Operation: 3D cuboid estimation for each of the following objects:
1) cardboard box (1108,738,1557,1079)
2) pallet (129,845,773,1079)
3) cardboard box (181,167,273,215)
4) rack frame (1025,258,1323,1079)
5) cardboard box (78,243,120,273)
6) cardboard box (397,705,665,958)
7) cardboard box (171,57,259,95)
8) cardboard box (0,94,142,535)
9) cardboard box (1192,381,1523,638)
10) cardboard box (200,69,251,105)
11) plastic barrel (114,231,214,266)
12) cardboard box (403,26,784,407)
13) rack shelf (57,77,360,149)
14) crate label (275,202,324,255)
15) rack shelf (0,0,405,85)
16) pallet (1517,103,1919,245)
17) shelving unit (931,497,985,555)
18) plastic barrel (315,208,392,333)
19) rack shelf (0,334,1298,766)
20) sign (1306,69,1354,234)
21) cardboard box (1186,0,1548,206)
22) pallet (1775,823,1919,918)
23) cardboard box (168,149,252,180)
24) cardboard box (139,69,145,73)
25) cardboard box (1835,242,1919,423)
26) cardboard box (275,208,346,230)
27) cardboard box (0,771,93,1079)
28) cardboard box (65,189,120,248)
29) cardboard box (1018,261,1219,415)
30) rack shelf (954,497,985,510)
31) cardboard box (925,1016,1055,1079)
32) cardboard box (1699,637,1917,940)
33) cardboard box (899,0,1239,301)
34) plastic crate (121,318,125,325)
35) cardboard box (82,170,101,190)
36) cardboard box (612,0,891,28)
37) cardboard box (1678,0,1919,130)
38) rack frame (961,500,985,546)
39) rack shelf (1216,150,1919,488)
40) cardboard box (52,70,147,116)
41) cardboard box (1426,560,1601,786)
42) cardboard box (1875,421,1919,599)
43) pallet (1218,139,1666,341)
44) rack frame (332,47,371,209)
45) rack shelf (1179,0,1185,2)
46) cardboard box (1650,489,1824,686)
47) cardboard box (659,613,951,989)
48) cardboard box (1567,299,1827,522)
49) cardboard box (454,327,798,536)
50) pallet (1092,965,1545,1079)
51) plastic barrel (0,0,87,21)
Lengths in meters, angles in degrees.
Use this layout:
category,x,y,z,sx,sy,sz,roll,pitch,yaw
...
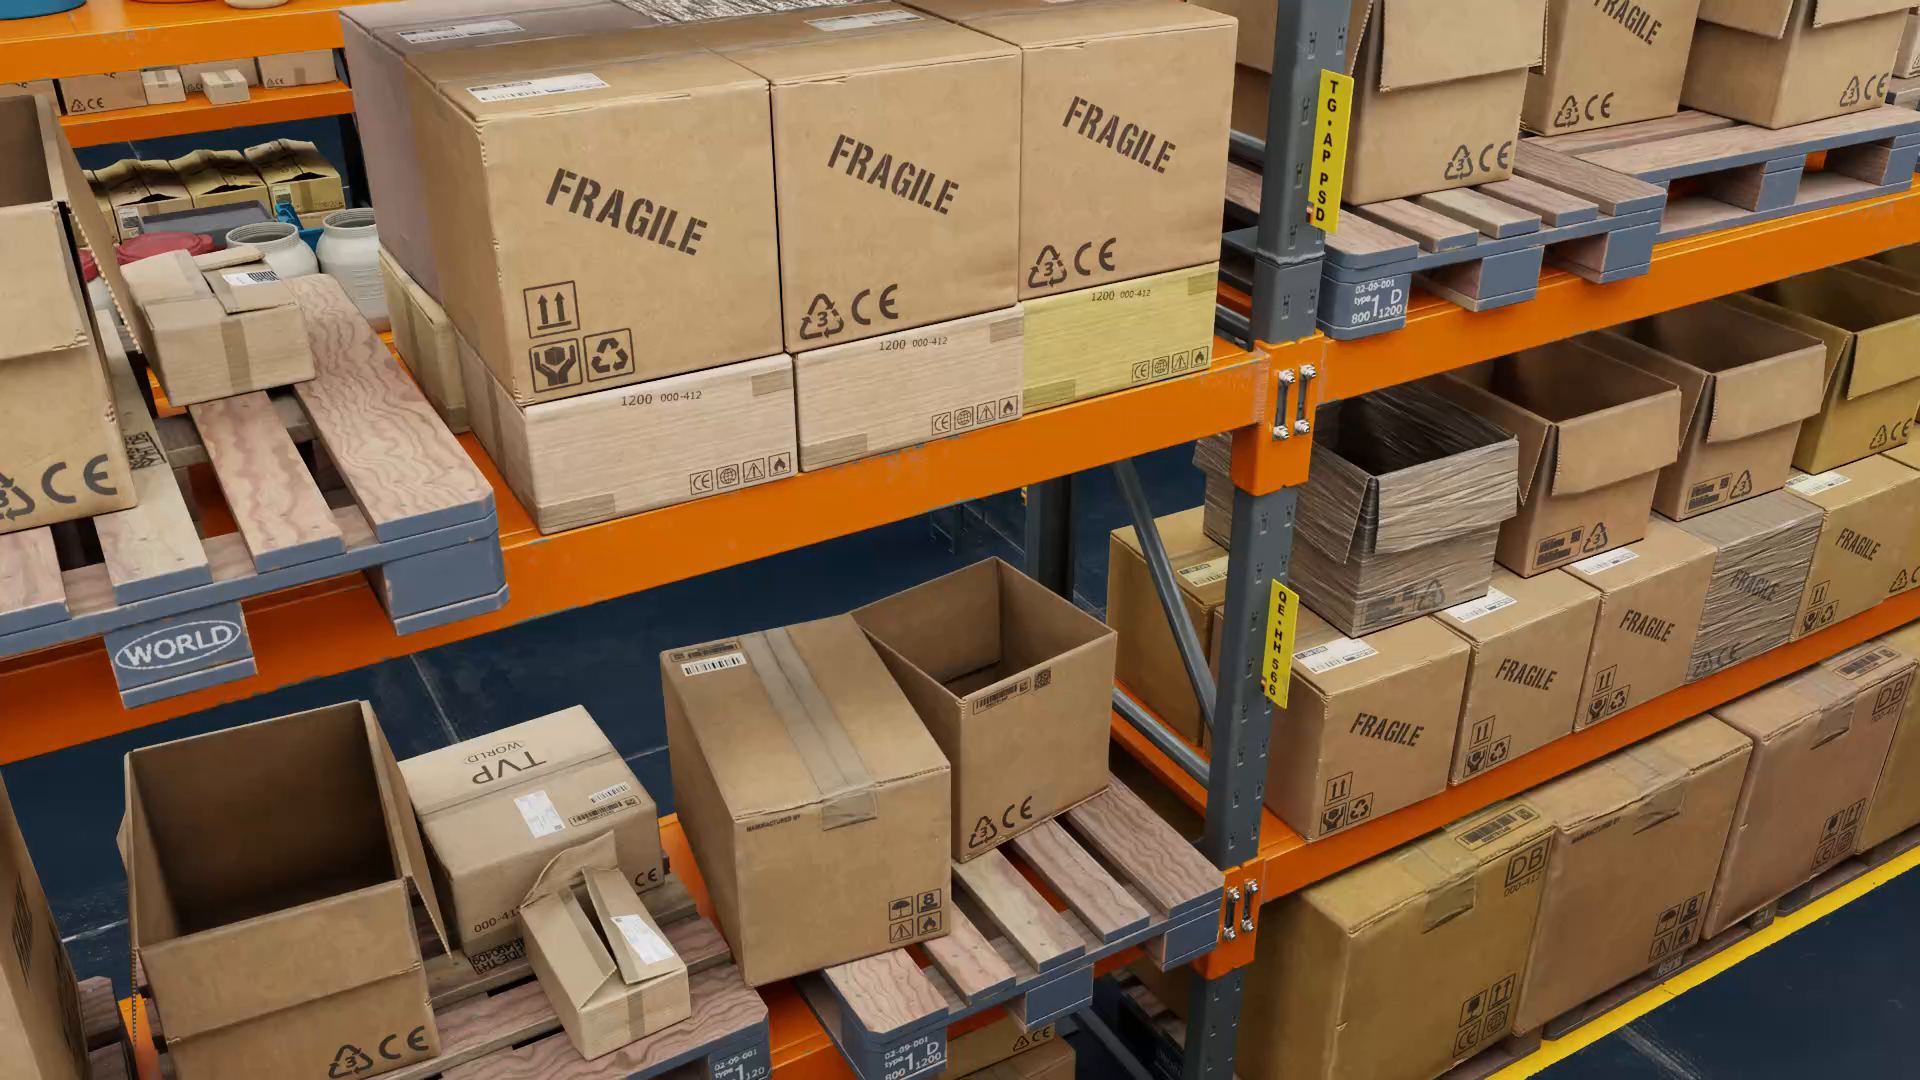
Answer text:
category,x,y,z,sx,sy,sz,roll,pitch,yaw
cardboard box,1.101,1.090,5.435,0.875,0.875,1.225,-17,33,-29
pallet,-1.191,1.089,3.870,1.213,0.211,1.003,-16,33,-26
cardboard box,-5.292,-2.489,11.986,0.500,0.311,0.500,-16,33,-27
rack frame,0.495,0.504,4.733,0.127,3.000,1.000,-16,33,-26
cardboard box,-6.170,-1.997,11.675,0.500,0.250,0.500,-15,32,-25
cardboard box,-1.066,0.700,4.098,0.500,0.250,0.500,-17,33,-28
cardboard box,-5.389,-3.447,11.983,0.500,0.311,0.500,-16,33,-27
cardboard box,-1.686,-0.364,2.660,0.637,0.503,0.797,-14,32,-24
cardboard box,1.134,-0.151,4.778,0.637,0.503,0.797,-15,32,-25
cardboard box,-5.155,-3.179,11.665,0.250,0.149,0.380,-16,33,-26
plastic barrel,-3.521,-1.068,7.441,0.433,0.535,0.433,0,29,0
cardboard box,-0.660,-0.606,3.019,0.500,0.500,0.500,-15,32,-25
rack shelf,-6.244,-2.819,11.499,4.000,0.370,1.077,-16,33,-26
crate label,-3.007,-1.445,8.226,0.616,0.435,0.502,-16,33,-26
rack shelf,-3.738,-2.068,7.033,4.000,0.370,1.077,-16,33,-26
pallet,1.986,-1.182,4.878,1.213,0.211,1.003,-14,32,-24
shelving unit,-0.012,-0.522,8.454,0.189,1.200,0.258,-16,33,-26
plastic barrel,-2.793,-1.268,7.827,0.421,0.512,0.421,0,29,0
rack shelf,-1.229,-0.005,3.295,4.000,0.370,1.077,-16,33,-26
sign,0.769,-0.809,3.473,0.005,0.325,0.100,-16,33,-26
cardboard box,0.985,-1.218,4.207,0.637,0.503,0.797,-14,32,-23
pallet,3.317,0.966,6.782,1.213,0.211,1.003,-16,33,-26
cardboard box,-5.569,-2.712,12.390,0.500,0.311,0.500,-17,33,-28
cardboard box,-8.130,-4.509,15.948,0.500,0.500,0.700,-16,33,-26
cardboard box,3.398,-0.799,5.951,0.637,0.503,0.797,-17,33,-28
cardboard box,-4.850,-2.374,12.358,0.500,0.250,0.500,-15,32,-25
cardboard box,-2.197,0.900,2.959,1.000,1.000,1.000,-16,33,-26
cardboard box,-6.161,-2.245,11.544,0.500,0.311,0.500,-15,32,-25
cardboard box,0.210,-0.525,3.648,0.500,0.250,0.500,-16,33,-26
rack shelf,-0.012,-0.273,8.591,0.180,0.103,0.258,-16,33,-26
cardboard box,-0.067,1.254,4.729,0.500,0.250,0.500,-14,32,-24
cardboard box,2.632,0.655,6.223,0.875,0.875,1.225,-17,33,-28
cardboard box,0.211,-0.851,3.463,0.500,0.500,0.500,-15,32,-25
plastic crate,-4.104,-1.032,7.734,0.662,0.188,0.450,-16,33,-26
cardboard box,-6.453,-2.462,11.937,0.500,0.311,0.500,-16,33,-27
cardboard box,-0.479,-0.942,3.627,0.500,0.500,0.500,-16,33,-26
cardboard box,2.246,-1.548,4.804,0.637,0.503,0.797,-16,33,-27
rack frame,0.066,-0.544,8.494,0.006,1.200,0.240,-16,33,-26
rack shelf,2.220,-0.984,5.069,4.000,0.370,1.077,-16,33,-26
cardboard box,-5.958,-3.250,11.432,0.500,0.500,0.500,-18,34,-29
cardboard box,1.496,0.327,4.949,0.500,0.500,0.500,-17,33,-28
cardboard box,3.249,-0.173,5.855,0.500,0.500,0.500,-15,32,-25
pallet,1.024,-0.907,4.379,1.003,0.211,1.213,-14,32,-24
rack frame,-4.520,-3.624,12.212,0.127,3.000,1.000,-16,33,-26
rack shelf,0.653,-4.778,15.047,4.000,0.370,1.077,-16,33,-26
cardboard box,2.368,0.079,5.399,0.500,0.500,0.500,-16,33,-26
cardboard box,-0.381,0.603,4.014,0.500,0.500,0.700,-11,31,-19
cardboard box,2.272,-0.477,5.368,0.637,0.503,0.797,-15,32,-25
cardboard box,-0.645,-0.277,3.197,0.500,0.250,0.500,-15,32,-25
pallet,1.213,1.563,5.699,1.213,0.211,1.003,-16,33,-26
plastic barrel,-4.006,-2.648,6.821,0.708,0.901,0.600,-16,33,-26
